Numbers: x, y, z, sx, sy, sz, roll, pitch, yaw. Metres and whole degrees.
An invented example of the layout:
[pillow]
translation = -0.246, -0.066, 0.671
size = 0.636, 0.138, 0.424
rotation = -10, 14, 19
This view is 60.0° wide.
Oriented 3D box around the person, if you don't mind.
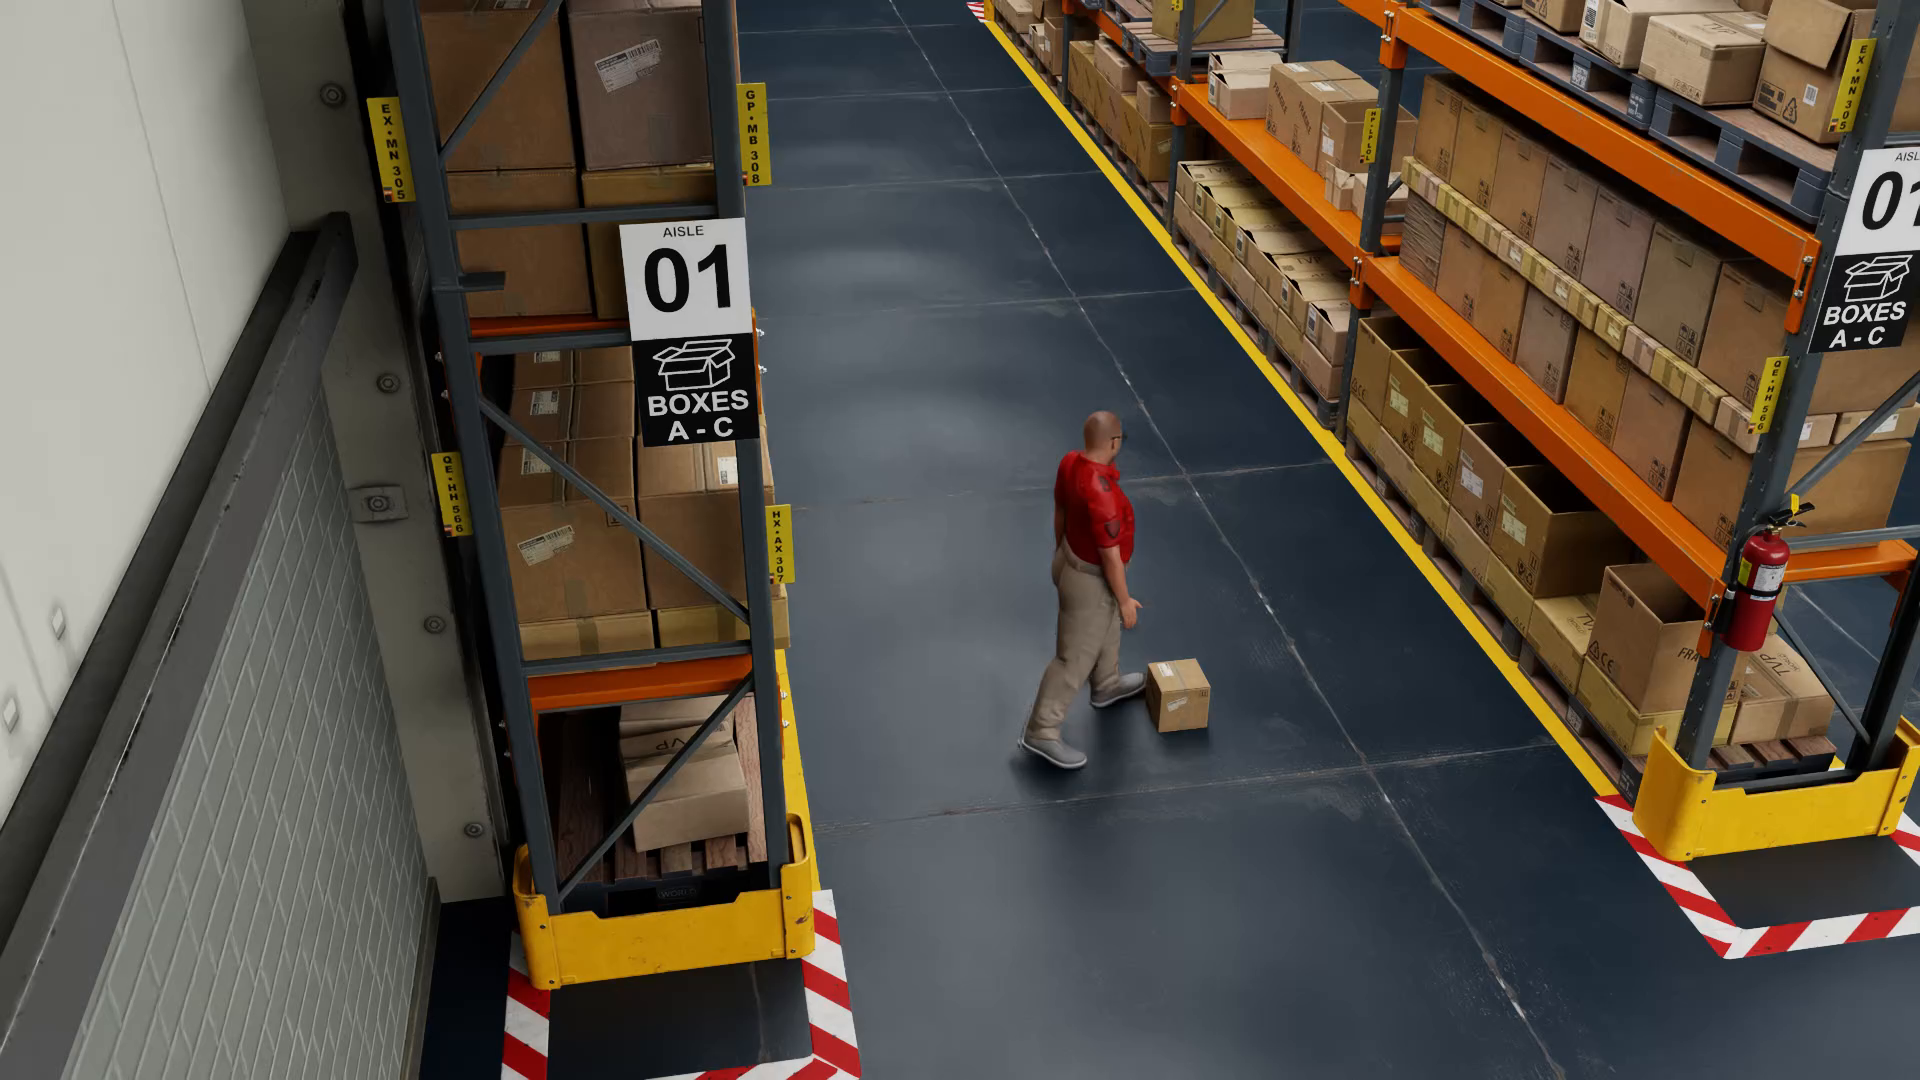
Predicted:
[person]
translation = 0.639, 0.198, 7.835
size = 0.753, 1.705, 0.642
rotation = -6, 31, -10
